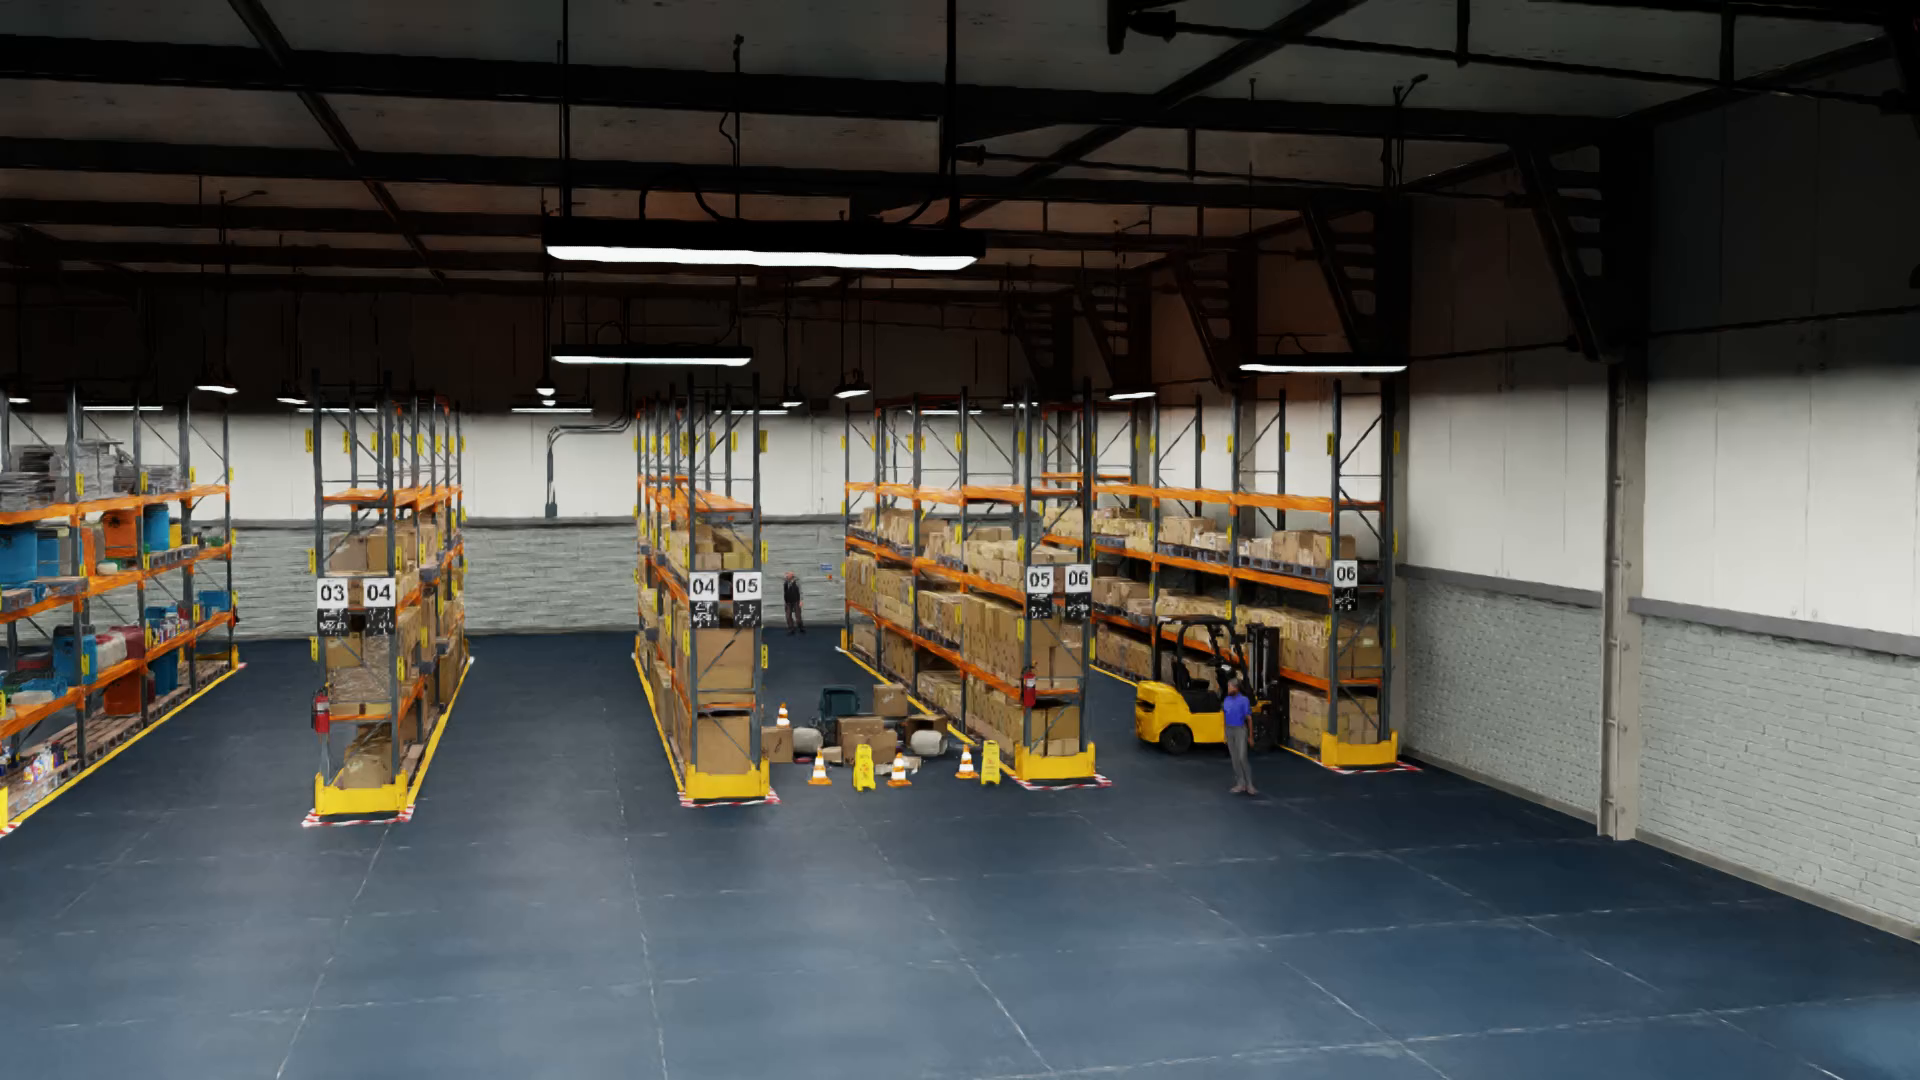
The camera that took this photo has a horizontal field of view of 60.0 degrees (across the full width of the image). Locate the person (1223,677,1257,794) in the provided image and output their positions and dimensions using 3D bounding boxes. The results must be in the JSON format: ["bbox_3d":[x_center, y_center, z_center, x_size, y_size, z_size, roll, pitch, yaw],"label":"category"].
[{"bbox_3d":[4.007,2.790,23.815,0.368,1.652,0.557,-3,4,-43],"label":"person"}]

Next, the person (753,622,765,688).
[{"bbox_3d":[-4.209,2.137,34.034,0.447,1.771,0.632,-3,5,-44],"label":"person"}]

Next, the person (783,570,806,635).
[{"bbox_3d":[-4.362,1.630,43.771,0.578,1.702,0.552,1,4,23],"label":"person"}]
